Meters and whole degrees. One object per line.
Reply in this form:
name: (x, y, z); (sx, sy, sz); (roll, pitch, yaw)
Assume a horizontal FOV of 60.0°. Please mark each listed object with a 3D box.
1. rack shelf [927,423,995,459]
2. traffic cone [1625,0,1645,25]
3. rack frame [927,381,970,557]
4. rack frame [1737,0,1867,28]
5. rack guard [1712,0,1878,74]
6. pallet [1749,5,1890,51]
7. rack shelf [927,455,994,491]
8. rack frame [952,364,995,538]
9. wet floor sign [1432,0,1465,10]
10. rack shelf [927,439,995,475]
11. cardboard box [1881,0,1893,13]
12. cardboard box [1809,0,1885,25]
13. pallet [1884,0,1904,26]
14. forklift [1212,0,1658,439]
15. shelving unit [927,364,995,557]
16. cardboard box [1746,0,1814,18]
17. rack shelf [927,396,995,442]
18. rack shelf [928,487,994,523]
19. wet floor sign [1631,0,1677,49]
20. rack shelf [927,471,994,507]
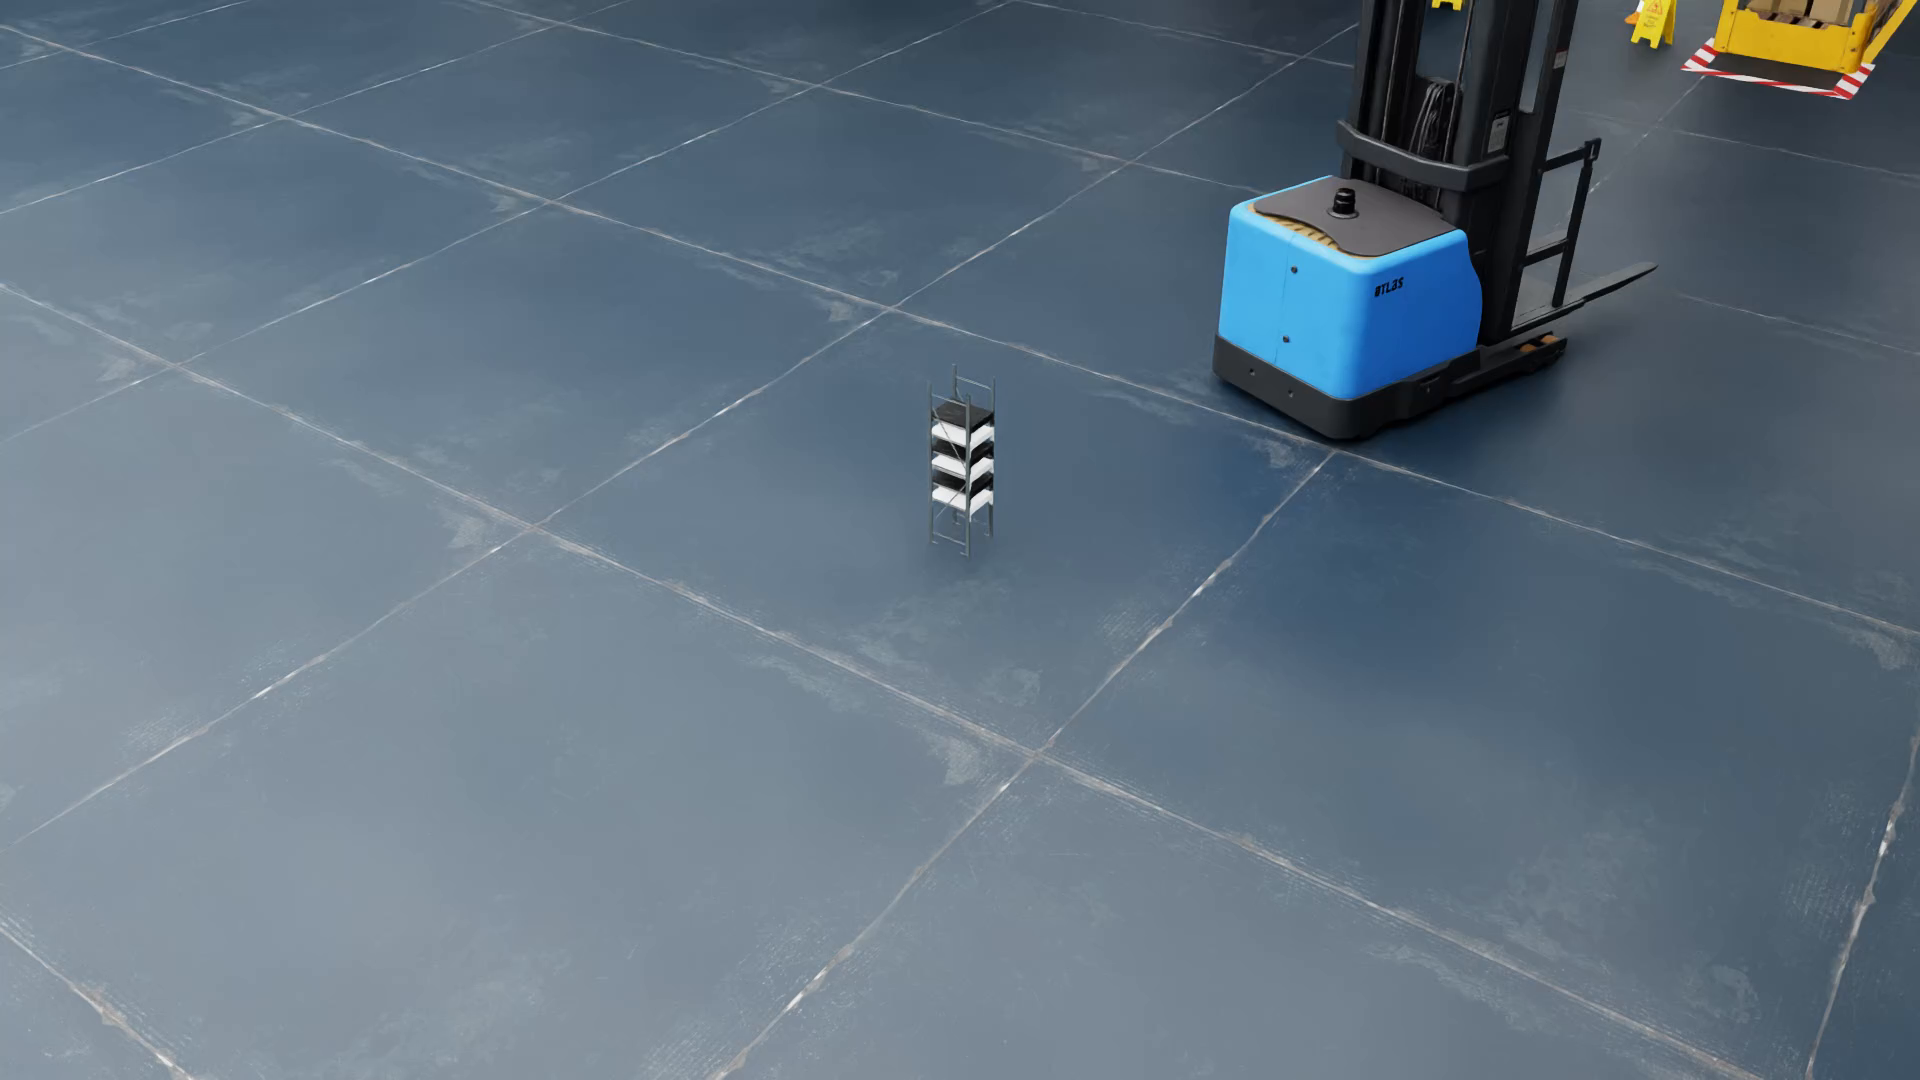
rack shelf: (0.005, -0.498, 7.921); (0.258, 0.077, 0.200); (21, 39, 28)
traffic cone: (6.321, -4.968, 15.183); (0.336, 0.463, 0.334); (21, 39, 28)
rack frame: (-0.053, -0.330, 7.934); (0.240, 0.900, 0.006); (21, 39, 28)
rack frame: (7.136, -5.408, 13.570); (1.000, 3.000, 0.127); (21, 39, 28)
rack guard: (7.179, -4.408, 14.322); (1.175, 0.500, 0.348); (21, 39, 28)
pallet: (7.671, -4.651, 14.939); (1.003, 0.211, 1.213); (21, 39, 28)
rack shelf: (0.005, -0.349, 8.022); (0.258, 0.077, 0.200); (21, 39, 28)
rack frame: (0.063, -0.423, 8.073); (0.240, 0.900, 0.006); (21, 39, 28)
wet floor sign: (4.622, -5.322, 15.544); (0.267, 0.644, 0.232); (14, 37, 20)
rack shelf: (0.005, -0.423, 7.972); (0.258, 0.077, 0.200); (21, 39, 28)
cardboard box: (8.120, -4.959, 14.985); (0.500, 0.250, 0.500); (23, 40, 30)
cardboard box: (7.823, -4.726, 14.641); (0.500, 0.250, 0.500); (21, 39, 28)
pallet: (8.367, -5.210, 15.766); (1.003, 0.211, 1.213); (21, 39, 28)
forklift: (2.943, -2.405, 9.189); (3.031, 2.935, 1.130); (-22, 40, -29)
shelving unit: (0.005, -0.376, 8.003); (0.258, 0.900, 0.210); (21, 39, 28)
cardboard box: (7.389, -4.912, 14.916); (0.500, 0.250, 0.500); (21, 39, 28)
rack shelf: (0.005, -0.573, 7.871); (0.258, 0.077, 0.200); (21, 39, 28)
rack shelf: (0.005, -0.200, 8.123); (0.258, 0.077, 0.200); (21, 39, 28)
wet floor sign: (6.148, -4.688, 14.606); (0.232, 0.644, 0.267); (-22, 40, -29)
rack shelf: (0.005, -0.274, 8.073); (0.258, 0.077, 0.200); (21, 39, 28)
